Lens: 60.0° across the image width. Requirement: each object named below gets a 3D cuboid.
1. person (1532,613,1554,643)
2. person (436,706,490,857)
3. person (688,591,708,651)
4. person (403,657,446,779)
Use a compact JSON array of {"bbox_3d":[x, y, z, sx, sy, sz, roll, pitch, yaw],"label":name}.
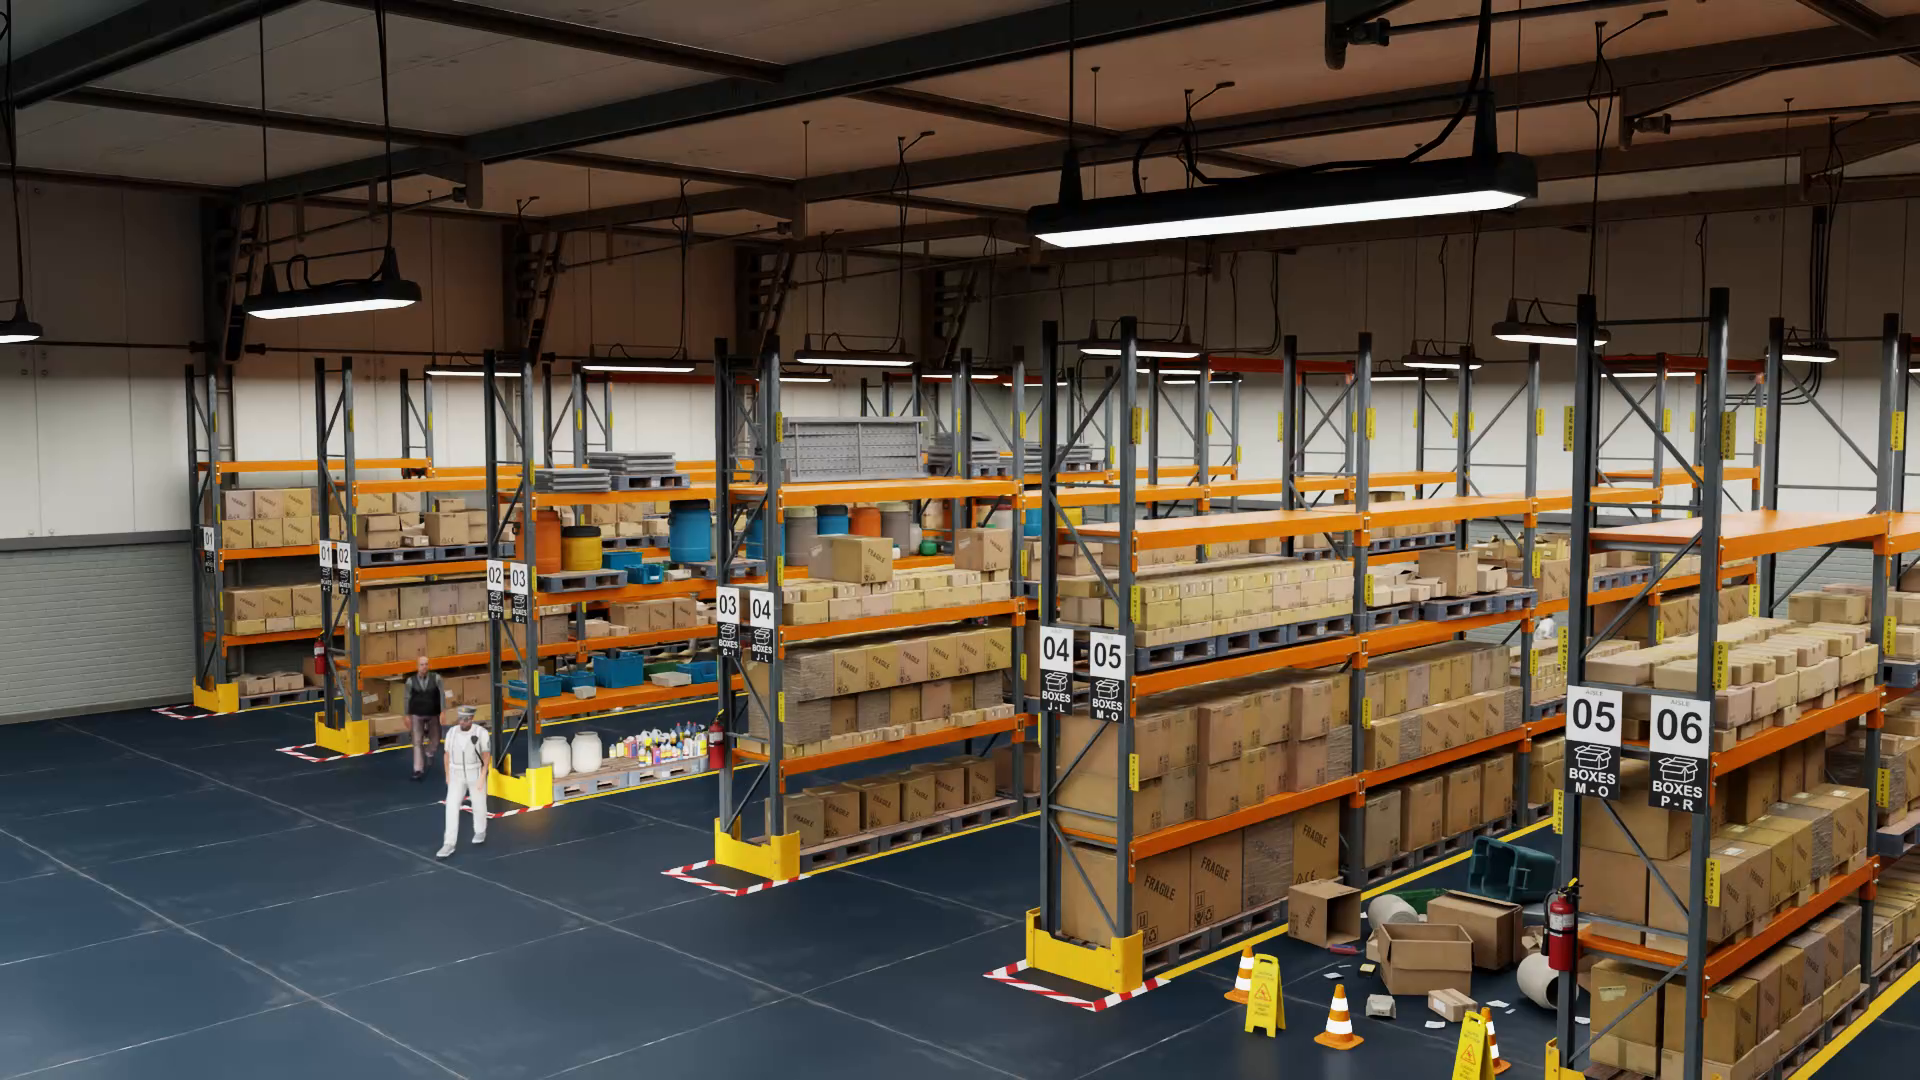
[{"bbox_3d":[10.625,2.019,30.083,0.612,1.646,0.496,4,6,43],"label":"person"},{"bbox_3d":[-5.821,2.788,19.572,0.570,1.701,0.988,-1,4,-8],"label":"person"},{"bbox_3d":[-5.360,1.790,33.501,0.468,1.584,1.067,2,5,28],"label":"person"},{"bbox_3d":[-7.629,2.545,23.705,0.577,1.607,0.886,-2,5,-20],"label":"person"}]
